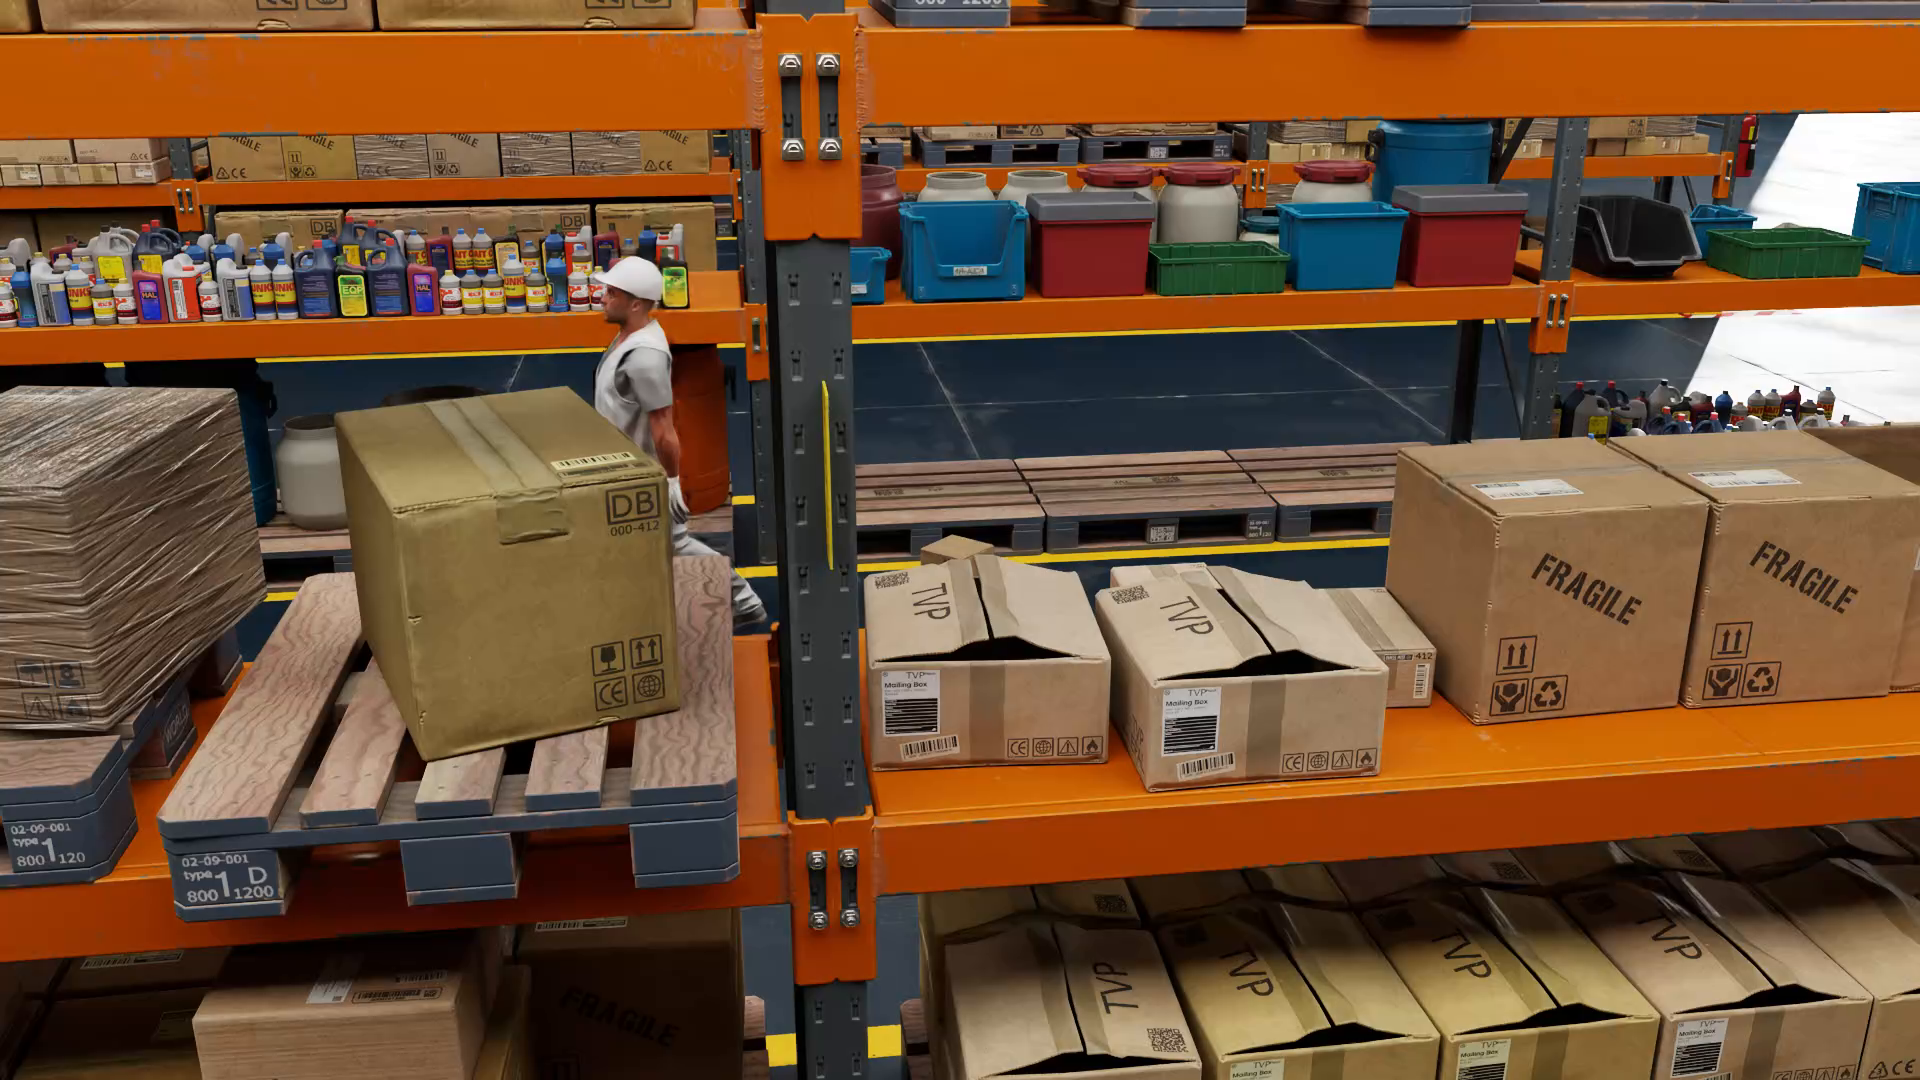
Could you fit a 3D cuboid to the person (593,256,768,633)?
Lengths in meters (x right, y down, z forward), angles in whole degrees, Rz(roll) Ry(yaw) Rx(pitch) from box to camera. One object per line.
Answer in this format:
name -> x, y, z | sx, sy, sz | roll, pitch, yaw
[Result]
person -> -1.363, -0.310, 6.919 | 1.066, 1.742, 0.537 | -3, 20, -7
